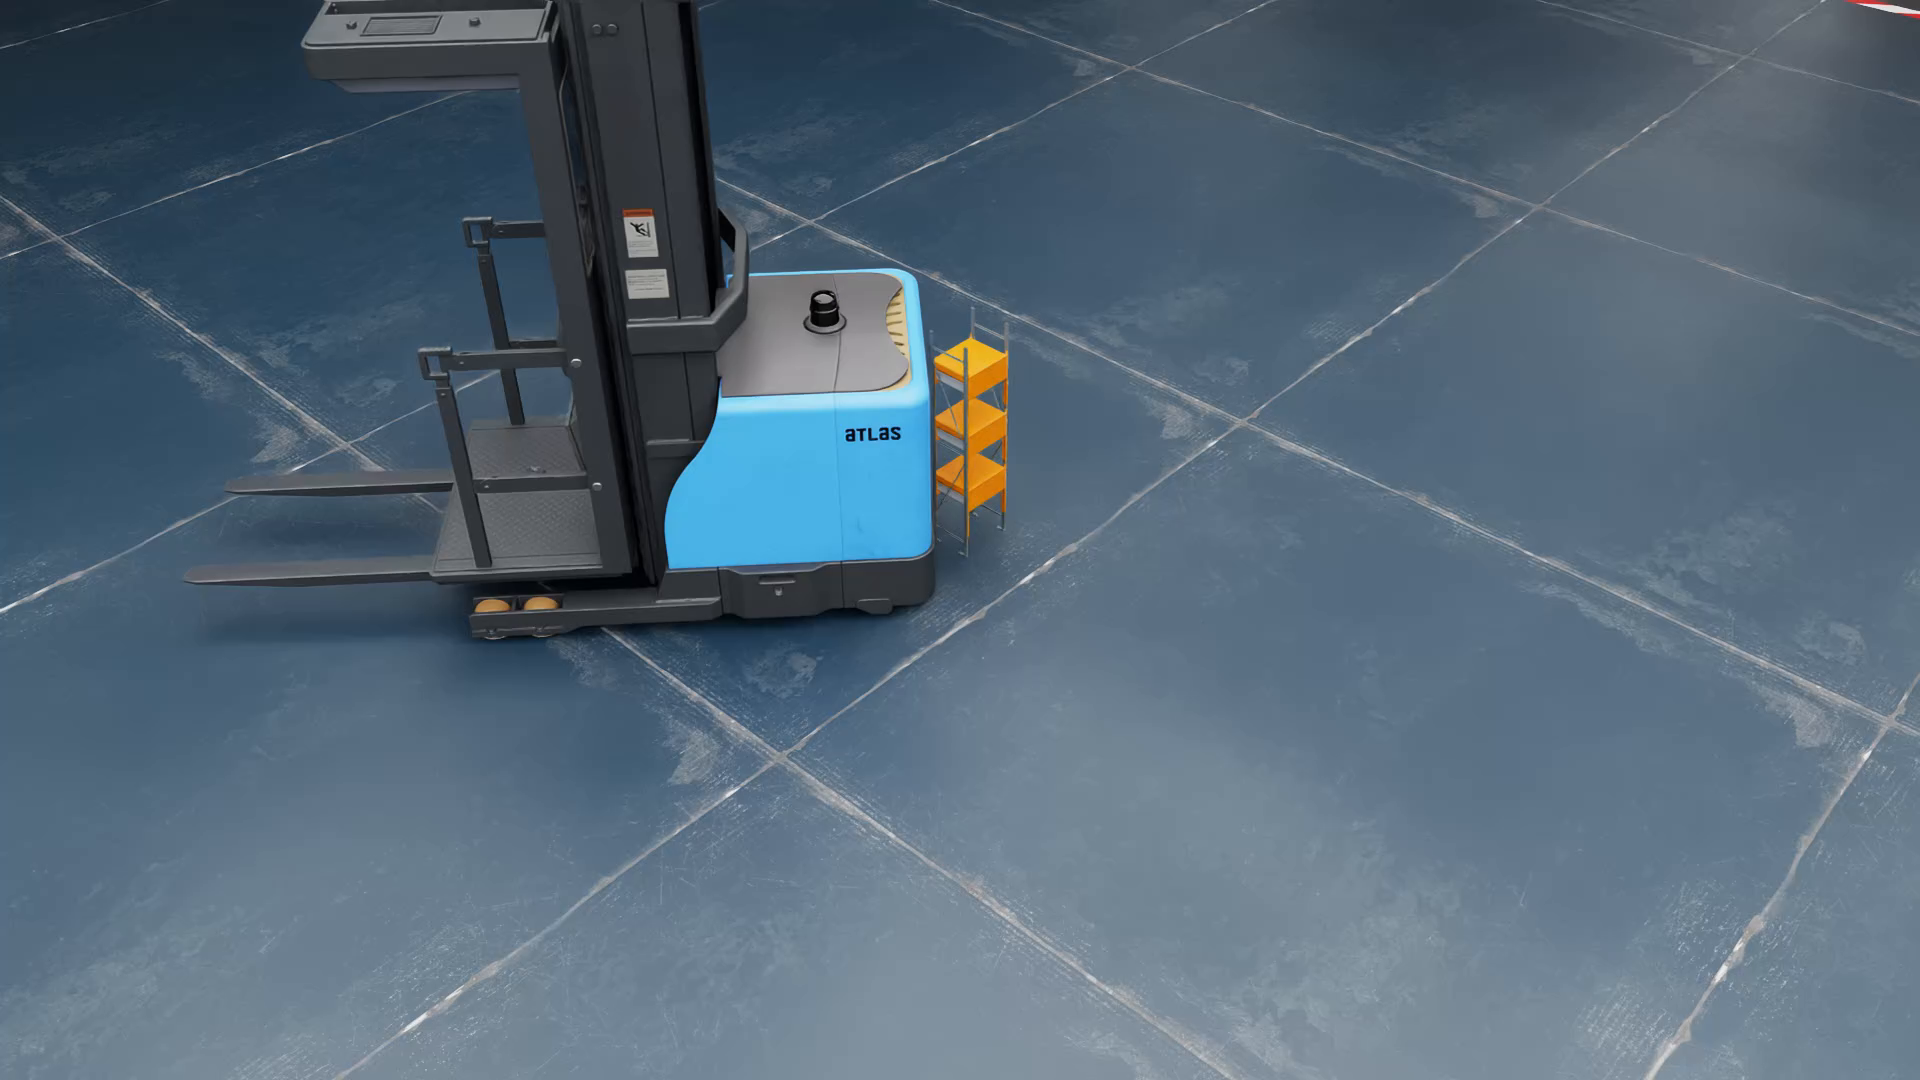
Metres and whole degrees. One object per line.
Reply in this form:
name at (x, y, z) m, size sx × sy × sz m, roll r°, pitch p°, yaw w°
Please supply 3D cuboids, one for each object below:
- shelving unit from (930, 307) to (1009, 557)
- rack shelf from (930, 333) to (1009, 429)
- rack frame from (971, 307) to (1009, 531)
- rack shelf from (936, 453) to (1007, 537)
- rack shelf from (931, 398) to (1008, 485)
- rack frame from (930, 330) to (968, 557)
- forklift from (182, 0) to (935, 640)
shelving unit at (0.040, -0.436, 6.954) m, size 0.215 × 1.050 × 0.252 m, roll 30°, pitch 47°, yaw 32°
rack shelf at (0.039, -0.650, 6.784) m, size 0.215 × 0.259 × 0.240 m, roll 30°, pitch 47°, yaw 32°
rack frame at (0.122, -0.492, 7.024) m, size 0.200 × 1.050 × 0.008 m, roll 30°, pitch 47°, yaw 32°
rack shelf at (0.041, -0.210, 7.133) m, size 0.215 × 0.259 × 0.240 m, roll 30°, pitch 47°, yaw 32°
rack shelf at (0.040, -0.428, 6.961) m, size 0.215 × 0.259 × 0.240 m, roll 30°, pitch 47°, yaw 32°
rack frame at (-0.043, -0.380, 6.884) m, size 0.200 × 1.050 × 0.008 m, roll 30°, pitch 47°, yaw 32°
forklift at (-1.644, -1.086, 6.261) m, size 3.031 × 2.935 × 1.130 m, roll -3°, pitch 39°, yaw -3°
